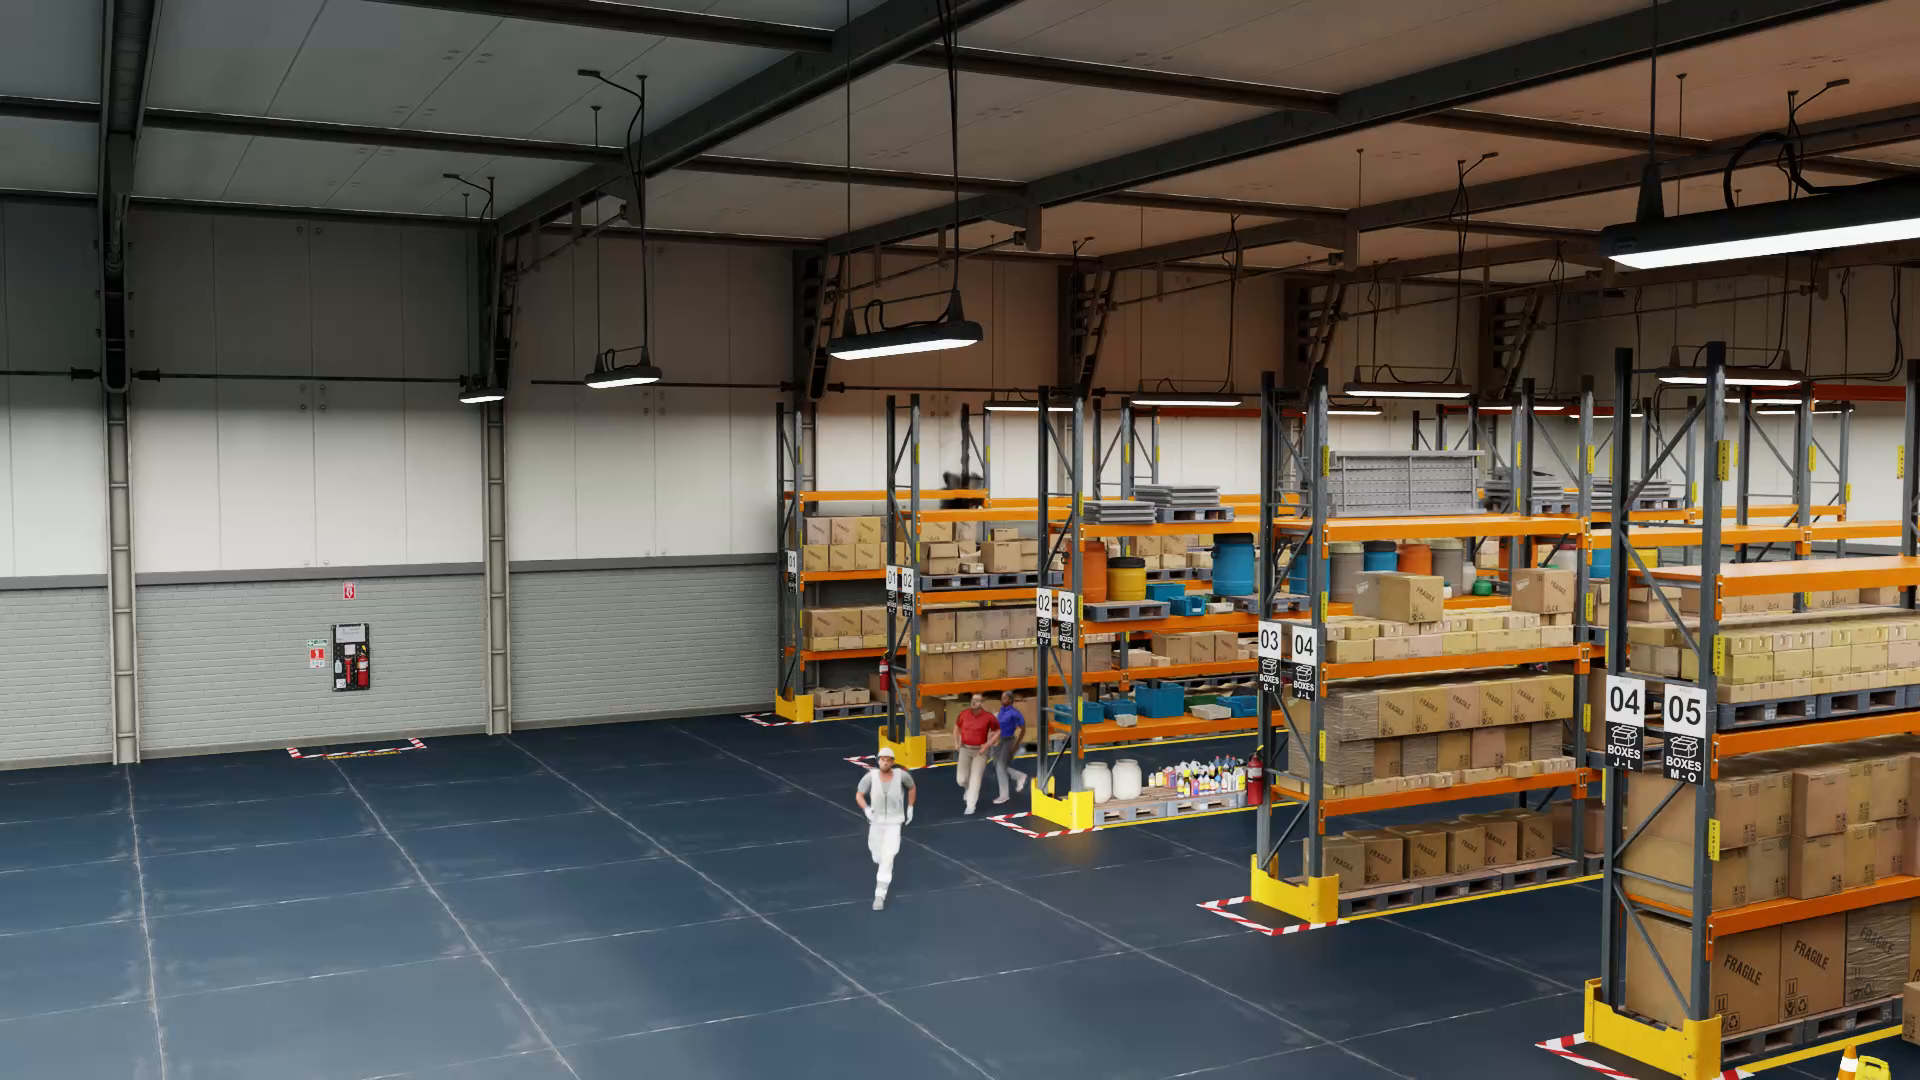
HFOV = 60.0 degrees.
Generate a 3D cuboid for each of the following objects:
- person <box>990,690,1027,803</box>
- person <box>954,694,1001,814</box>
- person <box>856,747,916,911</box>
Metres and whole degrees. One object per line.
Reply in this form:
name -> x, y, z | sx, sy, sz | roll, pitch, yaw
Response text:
person -> 0.724, 2.998, 24.231 | 0.590, 1.633, 0.612 | -2, 4, -29
person -> 0.242, 3.010, 23.543 | 0.692, 1.704, 0.608 | 1, 3, 18
person -> -0.842, 3.213, 18.893 | 0.684, 1.772, 0.978 | 0, 3, 2
